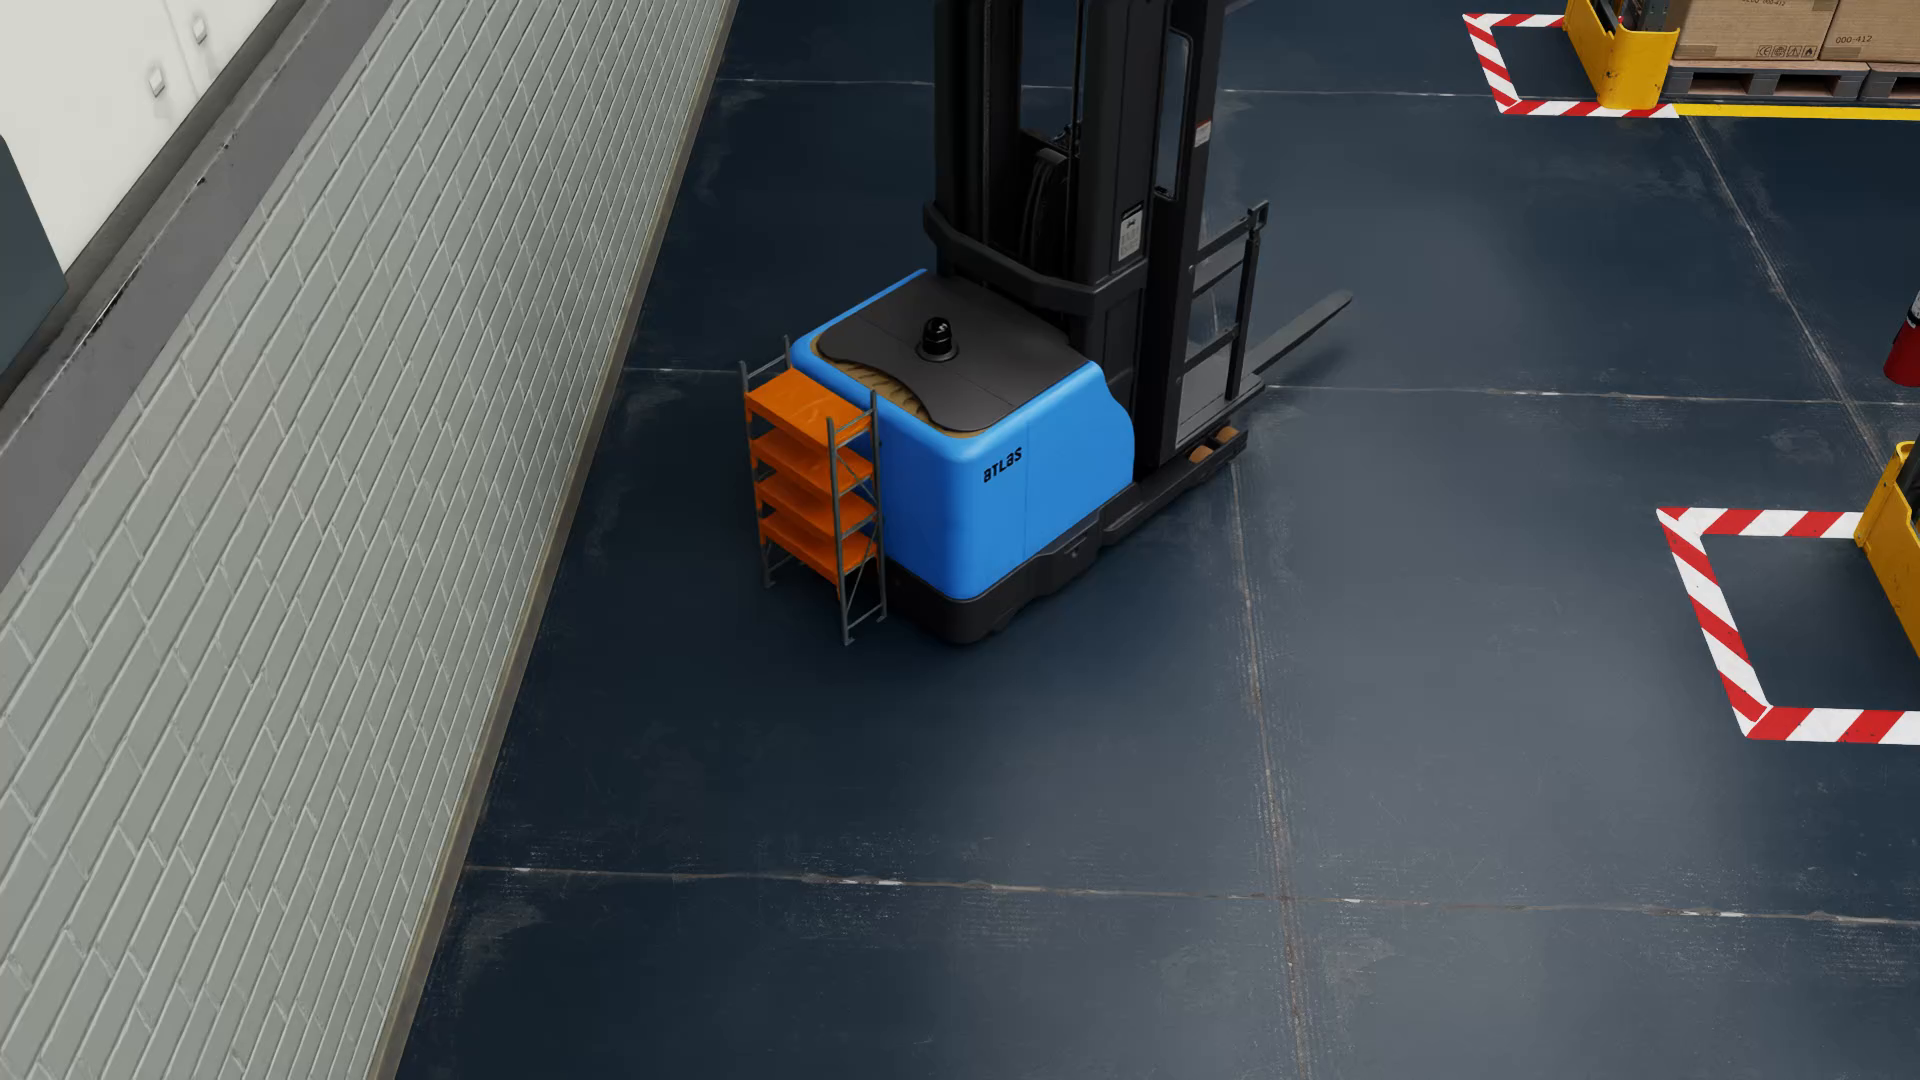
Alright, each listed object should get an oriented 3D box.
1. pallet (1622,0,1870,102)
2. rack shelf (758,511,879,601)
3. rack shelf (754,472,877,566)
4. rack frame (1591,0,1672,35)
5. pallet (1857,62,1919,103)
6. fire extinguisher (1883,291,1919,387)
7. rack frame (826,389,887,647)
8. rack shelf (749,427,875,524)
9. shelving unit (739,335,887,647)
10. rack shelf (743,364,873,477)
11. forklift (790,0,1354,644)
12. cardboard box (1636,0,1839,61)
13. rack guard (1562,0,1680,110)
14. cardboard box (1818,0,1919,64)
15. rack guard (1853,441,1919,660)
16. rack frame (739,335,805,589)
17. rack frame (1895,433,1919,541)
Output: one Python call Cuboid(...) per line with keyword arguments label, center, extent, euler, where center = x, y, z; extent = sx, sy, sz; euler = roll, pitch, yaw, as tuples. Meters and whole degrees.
Cuboid(label="pallet", center=(4.945, -3.132, 10.543), extent=(1.213, 0.211, 1.003), euler=(2, 43, 2))
Cuboid(label="rack shelf", center=(-0.572, 0.019, 6.825), extent=(0.480, 0.148, 0.258), euler=(33, 52, 30))
Cuboid(label="rack shelf", center=(-0.572, -0.126, 6.689), extent=(0.480, 0.148, 0.258), euler=(33, 52, 30))
Cuboid(label="rack frame", center=(4.143, -4.124, 9.561), extent=(0.127, 3.000, 1.000), euler=(2, 43, 2))
Cuboid(label="pallet", center=(6.161, -3.093, 10.500), extent=(1.213, 0.211, 1.003), euler=(2, 43, 2))
Cuboid(label="fire extinguisher", center=(3.790, -0.907, 6.439), extent=(0.183, 0.674, 0.296), euler=(2, 43, 2))
Cuboid(label="rack frame", center=(-0.397, -0.060, 6.519), extent=(0.015, 1.200, 0.240), euler=(33, 52, 30))
Cuboid(label="rack shelf", center=(-0.573, -0.290, 6.536), extent=(0.480, 0.148, 0.258), euler=(33, 52, 30))
Cuboid(label="shelving unit", center=(-0.573, -0.176, 6.643), extent=(0.503, 1.200, 0.258), euler=(33, 52, 30))
Cuboid(label="rack shelf", center=(-0.573, -0.463, 6.375), extent=(0.480, 0.148, 0.258), euler=(33, 52, 30))
Cuboid(label="forklift", center=(0.685, -1.557, 6.857), extent=(1.130, 2.935, 3.031), euler=(33, 52, 30))
Cuboid(label="cardboard box", center=(4.807, -3.388, 10.343), extent=(0.875, 0.438, 0.875), euler=(0, 43, 0))
Cuboid(label="rack guard", center=(4.119, -3.210, 10.414), extent=(0.348, 0.500, 1.175), euler=(2, 43, 2))
Cuboid(label="cardboard box", center=(5.721, -3.365, 10.319), extent=(0.875, 0.438, 0.875), euler=(3, 43, 3))
Cuboid(label="rack guard", center=(4.097, 0.167, 6.789), extent=(0.348, 0.500, 1.175), euler=(2, 43, 2))
Cuboid(label="rack frame", center=(-0.748, -0.291, 6.767), extent=(0.015, 1.200, 0.240), euler=(33, 52, 30))
Cuboid(label="rack frame", center=(4.021, -0.750, 5.940), extent=(0.127, 3.000, 1.000), euler=(2, 43, 2))
